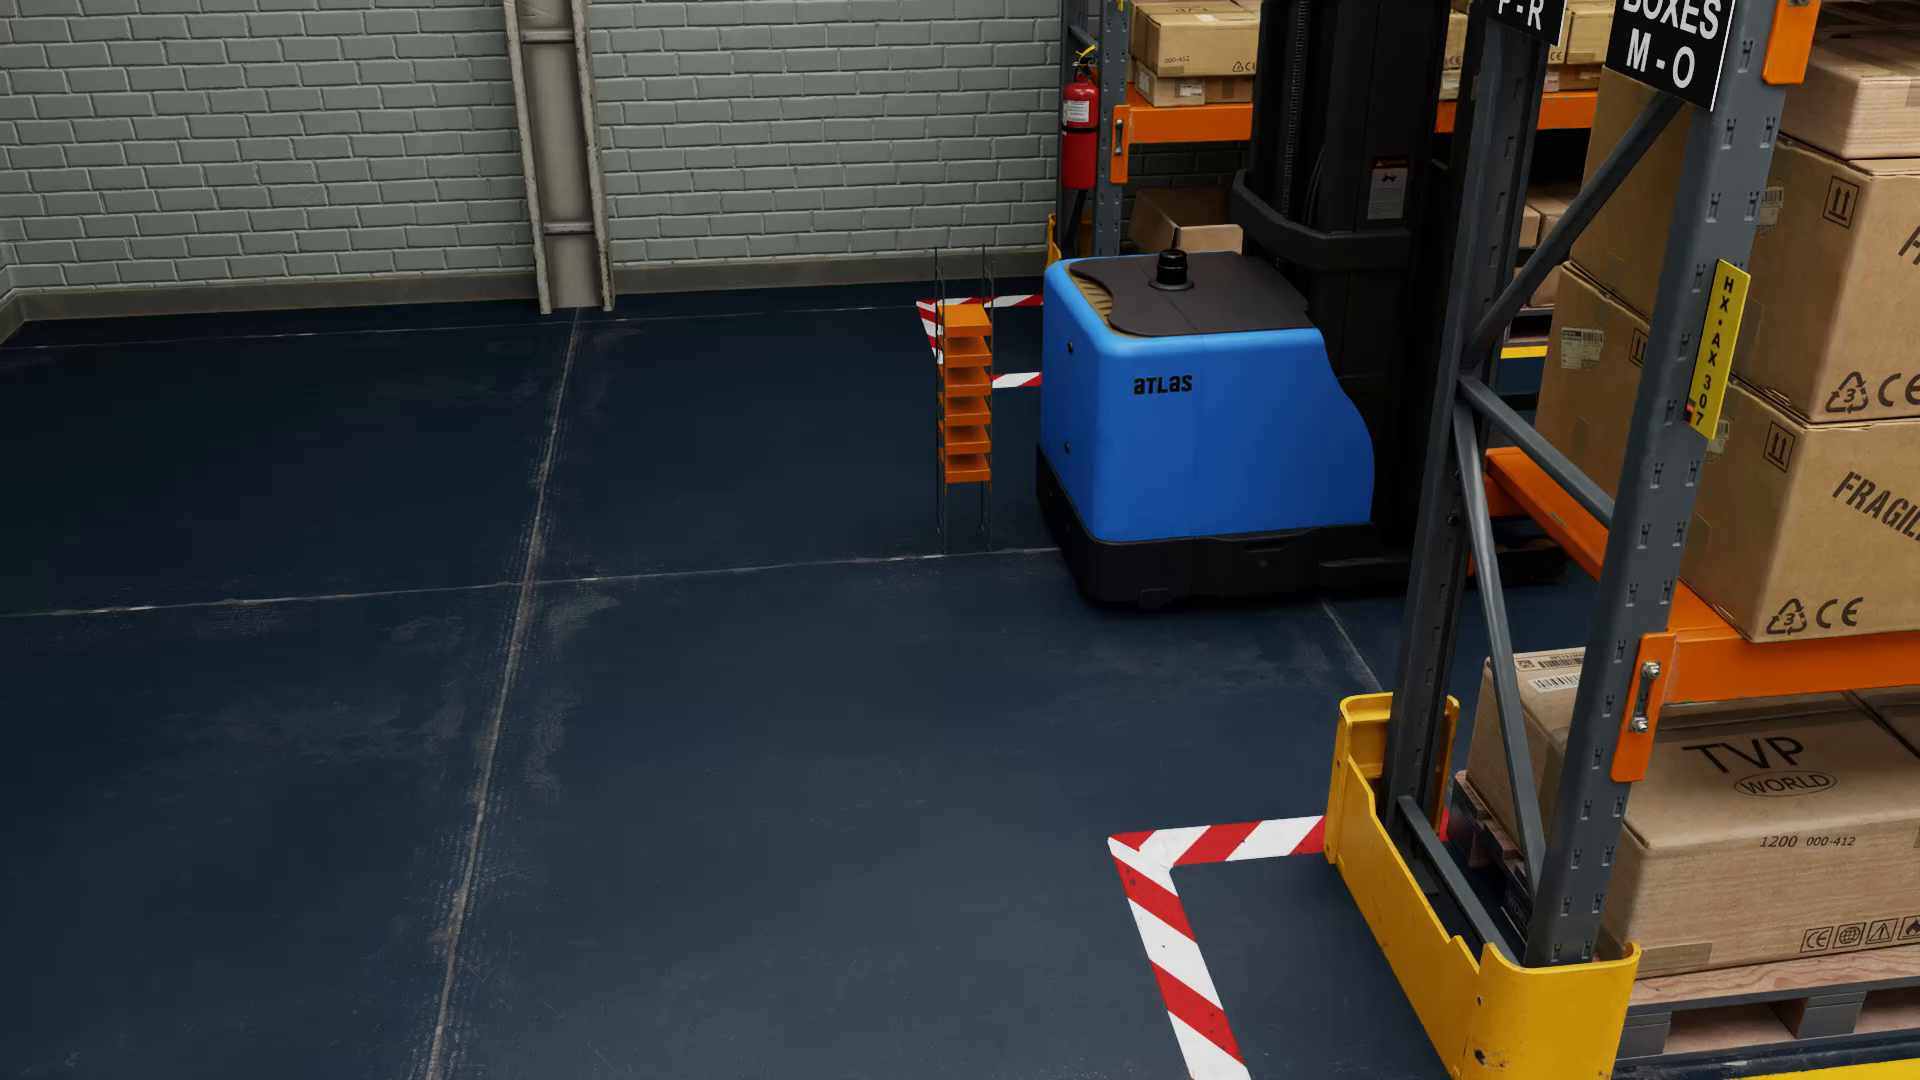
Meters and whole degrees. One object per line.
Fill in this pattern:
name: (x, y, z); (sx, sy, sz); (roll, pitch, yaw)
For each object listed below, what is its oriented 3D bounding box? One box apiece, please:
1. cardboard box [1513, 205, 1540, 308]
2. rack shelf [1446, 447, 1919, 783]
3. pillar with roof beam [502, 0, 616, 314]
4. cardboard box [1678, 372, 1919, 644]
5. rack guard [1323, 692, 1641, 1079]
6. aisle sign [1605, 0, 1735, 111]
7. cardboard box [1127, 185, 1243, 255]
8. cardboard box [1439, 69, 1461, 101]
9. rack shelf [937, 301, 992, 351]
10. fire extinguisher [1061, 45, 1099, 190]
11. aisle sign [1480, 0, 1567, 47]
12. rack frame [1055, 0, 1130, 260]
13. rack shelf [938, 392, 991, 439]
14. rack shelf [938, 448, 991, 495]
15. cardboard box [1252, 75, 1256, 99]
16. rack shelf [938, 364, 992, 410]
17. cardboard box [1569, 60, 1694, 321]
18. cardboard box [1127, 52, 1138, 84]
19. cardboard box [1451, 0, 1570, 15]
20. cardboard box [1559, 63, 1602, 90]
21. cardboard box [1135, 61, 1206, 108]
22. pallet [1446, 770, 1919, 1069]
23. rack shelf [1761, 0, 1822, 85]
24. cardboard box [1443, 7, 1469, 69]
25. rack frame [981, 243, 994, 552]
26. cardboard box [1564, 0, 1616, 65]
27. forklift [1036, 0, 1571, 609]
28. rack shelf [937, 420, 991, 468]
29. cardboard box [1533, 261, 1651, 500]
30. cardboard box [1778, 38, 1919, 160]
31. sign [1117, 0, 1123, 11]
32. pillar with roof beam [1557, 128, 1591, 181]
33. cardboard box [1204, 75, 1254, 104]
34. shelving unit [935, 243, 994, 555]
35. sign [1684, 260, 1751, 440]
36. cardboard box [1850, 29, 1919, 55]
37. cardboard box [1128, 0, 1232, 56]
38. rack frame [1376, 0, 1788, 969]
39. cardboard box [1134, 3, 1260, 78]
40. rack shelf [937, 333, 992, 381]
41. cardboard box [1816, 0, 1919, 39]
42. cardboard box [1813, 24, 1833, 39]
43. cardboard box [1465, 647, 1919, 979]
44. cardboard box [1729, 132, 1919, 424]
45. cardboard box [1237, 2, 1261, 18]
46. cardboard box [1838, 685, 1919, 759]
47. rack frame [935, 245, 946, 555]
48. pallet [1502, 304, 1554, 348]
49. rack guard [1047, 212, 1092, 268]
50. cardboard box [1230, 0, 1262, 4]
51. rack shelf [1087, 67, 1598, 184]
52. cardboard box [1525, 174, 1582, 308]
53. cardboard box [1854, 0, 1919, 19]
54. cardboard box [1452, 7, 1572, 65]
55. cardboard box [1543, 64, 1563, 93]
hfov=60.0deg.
cardboard box: (2.661, -1.525, 8.715); (0.500, 0.500, 0.500); (-3, 27, -6)
rack shelf: (3.328, 0.007, 4.238); (4.000, 0.370, 1.077); (-4, 27, -7)
pillar with roof beam: (-1.543, -3.388, 3.496); (0.400, 9.000, 9.100); (-4, 27, -7)
cardboard box: (1.863, -0.131, 3.610); (0.500, 0.500, 0.500); (-4, 27, -8)
rack guard: (1.324, 0.928, 4.394); (0.348, 0.500, 1.175); (-4, 27, -7)
aisle sign: (1.317, -1.207, 2.968); (0.004, 0.787, 0.394); (-4, 27, -7)
cardboard box: (1.271, -1.502, 8.665); (0.637, 0.503, 0.797); (-5, 28, -9)
cardboard box: (2.299, -2.274, 8.171); (0.250, 0.149, 0.380); (-4, 27, -9)
rack shelf: (0.014, -0.816, 6.334); (0.180, 0.103, 0.258); (-4, 27, -7)
fire extinguisher: (0.571, -2.011, 7.876); (0.183, 0.674, 0.296); (-4, 27, -7)
aisle sign: (1.233, -1.478, 3.497); (0.004, 0.787, 0.394); (-4, 27, -7)
rack frame: (0.652, -2.429, 8.199); (0.127, 3.000, 1.000); (-4, 27, -7)
rack shelf: (0.014, -0.495, 6.498); (0.180, 0.103, 0.258); (-4, 27, -7)
rack shelf: (0.014, -0.282, 6.608); (0.180, 0.103, 0.258); (-4, 27, -7)
cardboard box: (1.517, -2.284, 8.191); (0.250, 0.149, 0.380); (-4, 27, -8)
rack shelf: (0.014, -0.602, 6.443); (0.180, 0.103, 0.258); (-4, 27, -7)
cardboard box: (1.792, -0.813, 3.845); (0.500, 0.500, 0.500); (-3, 27, -5)
cardboard box: (0.943, -2.460, 8.534); (0.250, 0.149, 0.380); (-4, 27, -8)
cardboard box: (2.625, -2.831, 7.999); (0.500, 0.500, 0.500); (-3, 27, -6)
cardboard box: (3.040, -2.384, 8.387); (0.250, 0.149, 0.380); (-3, 27, -6)
cardboard box: (1.016, -2.214, 8.055); (0.250, 0.149, 0.380); (-4, 27, -8)
pallet: (2.129, 0.969, 4.631); (1.213, 0.211, 1.003); (-4, 27, -7)
rack shelf: (3.328, -1.327, 3.554); (4.000, 0.370, 1.077); (-4, 27, -7)
cardboard box: (2.140, -2.468, 8.113); (0.500, 0.250, 0.500); (-4, 27, -8)
rack frame: (0.105, -0.541, 6.489); (0.006, 1.200, 0.240); (-4, 27, -7)
cardboard box: (3.153, -2.542, 8.258); (0.500, 0.250, 0.500); (-4, 27, -7)
forklift: (1.884, -1.359, 6.187); (3.031, 2.935, 1.130); (-5, 28, -9)
rack shelf: (0.014, -0.388, 6.553); (0.180, 0.103, 0.258); (-4, 27, -7)
cardboard box: (1.788, -0.381, 4.096); (0.500, 0.500, 0.500); (-4, 27, -7)
cardboard box: (1.738, -0.861, 3.227); (0.250, 0.149, 0.380); (-3, 27, -6)
sign: (0.728, -2.569, 7.523); (0.005, 0.325, 0.100); (-4, 27, -7)
pillar with roof beam: (4.398, -3.770, 4.240); (0.400, 9.000, 9.100); (-4, 27, -7)
cardboard box: (1.262, -2.252, 8.128); (0.250, 0.149, 0.380); (-3, 27, -6)
shelving unit: (0.014, -0.535, 6.478); (0.189, 1.200, 0.258); (-4, 27, -7)
sign: (1.419, -0.355, 3.121); (0.005, 0.325, 0.100); (-4, 27, -7)
cardboard box: (1.987, -0.910, 3.322); (0.250, 0.149, 0.380); (-3, 27, -6)
cardboard box: (1.071, -2.644, 8.456); (0.500, 0.250, 0.500); (-3, 27, -6)
rack frame: (1.348, -0.186, 3.826); (0.127, 3.000, 1.000); (-4, 27, -7)
cardboard box: (1.139, -2.402, 7.984); (0.500, 0.250, 0.500); (-4, 27, -7)
rack shelf: (0.014, -0.709, 6.389); (0.180, 0.103, 0.258); (-4, 27, -7)
cardboard box: (1.923, -1.104, 3.701); (0.250, 0.149, 0.380); (-3, 27, -6)
cardboard box: (1.675, -1.077, 3.648); (0.250, 0.149, 0.380); (-3, 27, -6)
cardboard box: (1.987, 0.680, 4.485); (0.875, 0.438, 0.875); (-5, 28, -9)
cardboard box: (1.863, -0.577, 3.384); (0.500, 0.500, 0.500); (-4, 27, -8)
cardboard box: (1.639, -2.434, 8.047); (0.500, 0.250, 0.500); (-3, 27, -7)
cardboard box: (2.892, 0.618, 4.606); (0.875, 0.438, 0.875); (-3, 27, -6)
rack frame: (-0.076, -0.529, 6.467); (0.006, 1.200, 0.240); (-4, 27, -7)
pallet: (2.723, -1.321, 9.093); (1.213, 0.211, 1.003); (-4, 27, -7)
rack guard: (0.728, -1.322, 8.779); (0.348, 0.500, 1.175); (-4, 27, -7)
cardboard box: (1.582, -2.676, 8.519); (0.500, 0.250, 0.500); (-4, 27, -7)
rack shelf: (2.633, -2.237, 8.611); (4.000, 0.370, 1.077); (-4, 27, -7)
cardboard box: (3.151, -1.603, 8.866); (0.500, 0.500, 0.700); (-5, 28, -9)
cardboard box: (2.167, -1.158, 3.807); (0.250, 0.149, 0.380); (-4, 27, -8)
cardboard box: (2.643, -2.510, 8.195); (0.500, 0.250, 0.500); (-4, 27, -8)
cardboard box: (2.802, -2.347, 8.314); (0.250, 0.149, 0.380); (-4, 27, -7)
